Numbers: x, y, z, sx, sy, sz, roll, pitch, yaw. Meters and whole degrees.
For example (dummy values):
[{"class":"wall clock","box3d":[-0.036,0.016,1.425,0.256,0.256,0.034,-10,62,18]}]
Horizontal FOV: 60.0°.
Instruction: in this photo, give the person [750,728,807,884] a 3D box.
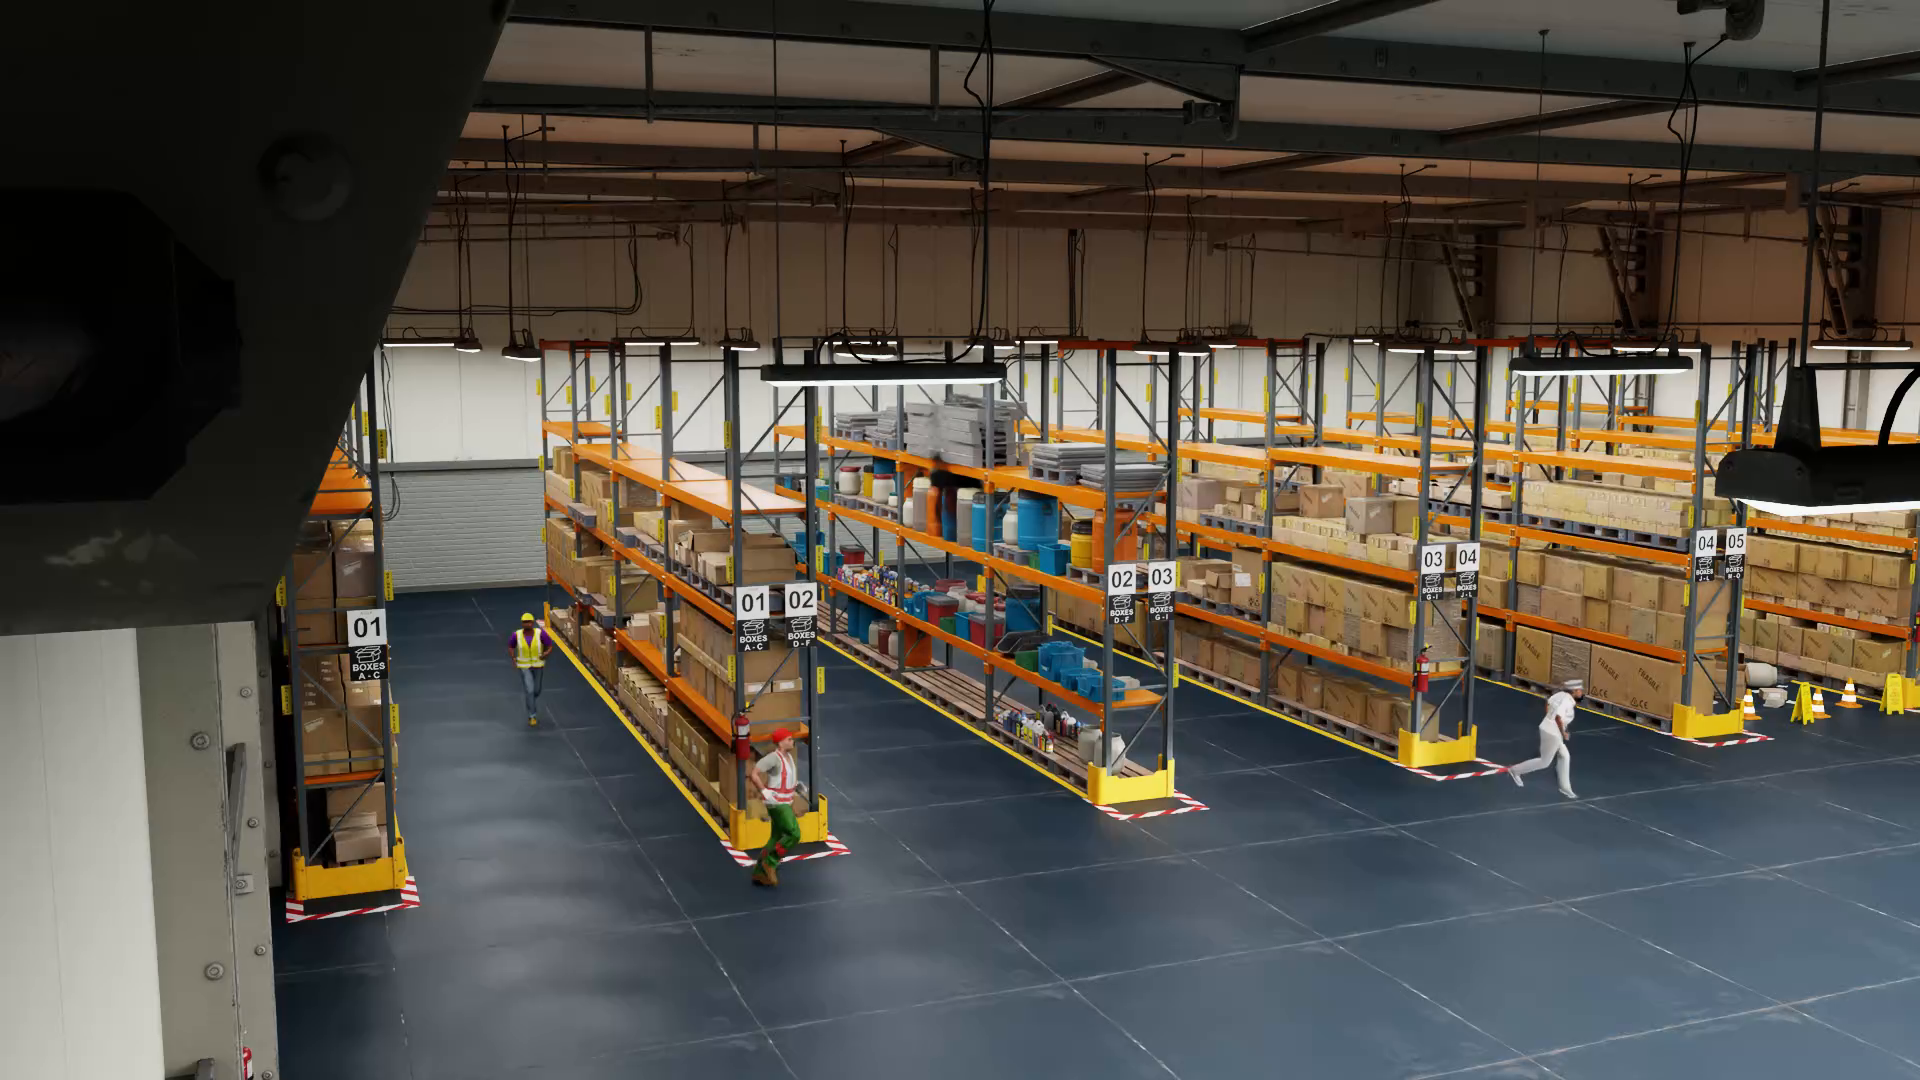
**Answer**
[{"class":"person","box3d":[-2.038,3.009,18.954,0.598,1.732,0.676,1,8,11]}]

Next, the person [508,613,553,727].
[{"class":"person","box3d":[-6.829,2.029,26.495,0.689,1.766,0.852,-3,8,-20]}]

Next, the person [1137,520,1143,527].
[{"class":"person","box3d":[4.114,0.353,39.650,0.716,1.678,0.617,0,7,-2]}]

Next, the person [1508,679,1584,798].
[{"class":"person","box3d":[7.872,2.666,22.380,0.951,1.647,0.596,1,7,5]}]
